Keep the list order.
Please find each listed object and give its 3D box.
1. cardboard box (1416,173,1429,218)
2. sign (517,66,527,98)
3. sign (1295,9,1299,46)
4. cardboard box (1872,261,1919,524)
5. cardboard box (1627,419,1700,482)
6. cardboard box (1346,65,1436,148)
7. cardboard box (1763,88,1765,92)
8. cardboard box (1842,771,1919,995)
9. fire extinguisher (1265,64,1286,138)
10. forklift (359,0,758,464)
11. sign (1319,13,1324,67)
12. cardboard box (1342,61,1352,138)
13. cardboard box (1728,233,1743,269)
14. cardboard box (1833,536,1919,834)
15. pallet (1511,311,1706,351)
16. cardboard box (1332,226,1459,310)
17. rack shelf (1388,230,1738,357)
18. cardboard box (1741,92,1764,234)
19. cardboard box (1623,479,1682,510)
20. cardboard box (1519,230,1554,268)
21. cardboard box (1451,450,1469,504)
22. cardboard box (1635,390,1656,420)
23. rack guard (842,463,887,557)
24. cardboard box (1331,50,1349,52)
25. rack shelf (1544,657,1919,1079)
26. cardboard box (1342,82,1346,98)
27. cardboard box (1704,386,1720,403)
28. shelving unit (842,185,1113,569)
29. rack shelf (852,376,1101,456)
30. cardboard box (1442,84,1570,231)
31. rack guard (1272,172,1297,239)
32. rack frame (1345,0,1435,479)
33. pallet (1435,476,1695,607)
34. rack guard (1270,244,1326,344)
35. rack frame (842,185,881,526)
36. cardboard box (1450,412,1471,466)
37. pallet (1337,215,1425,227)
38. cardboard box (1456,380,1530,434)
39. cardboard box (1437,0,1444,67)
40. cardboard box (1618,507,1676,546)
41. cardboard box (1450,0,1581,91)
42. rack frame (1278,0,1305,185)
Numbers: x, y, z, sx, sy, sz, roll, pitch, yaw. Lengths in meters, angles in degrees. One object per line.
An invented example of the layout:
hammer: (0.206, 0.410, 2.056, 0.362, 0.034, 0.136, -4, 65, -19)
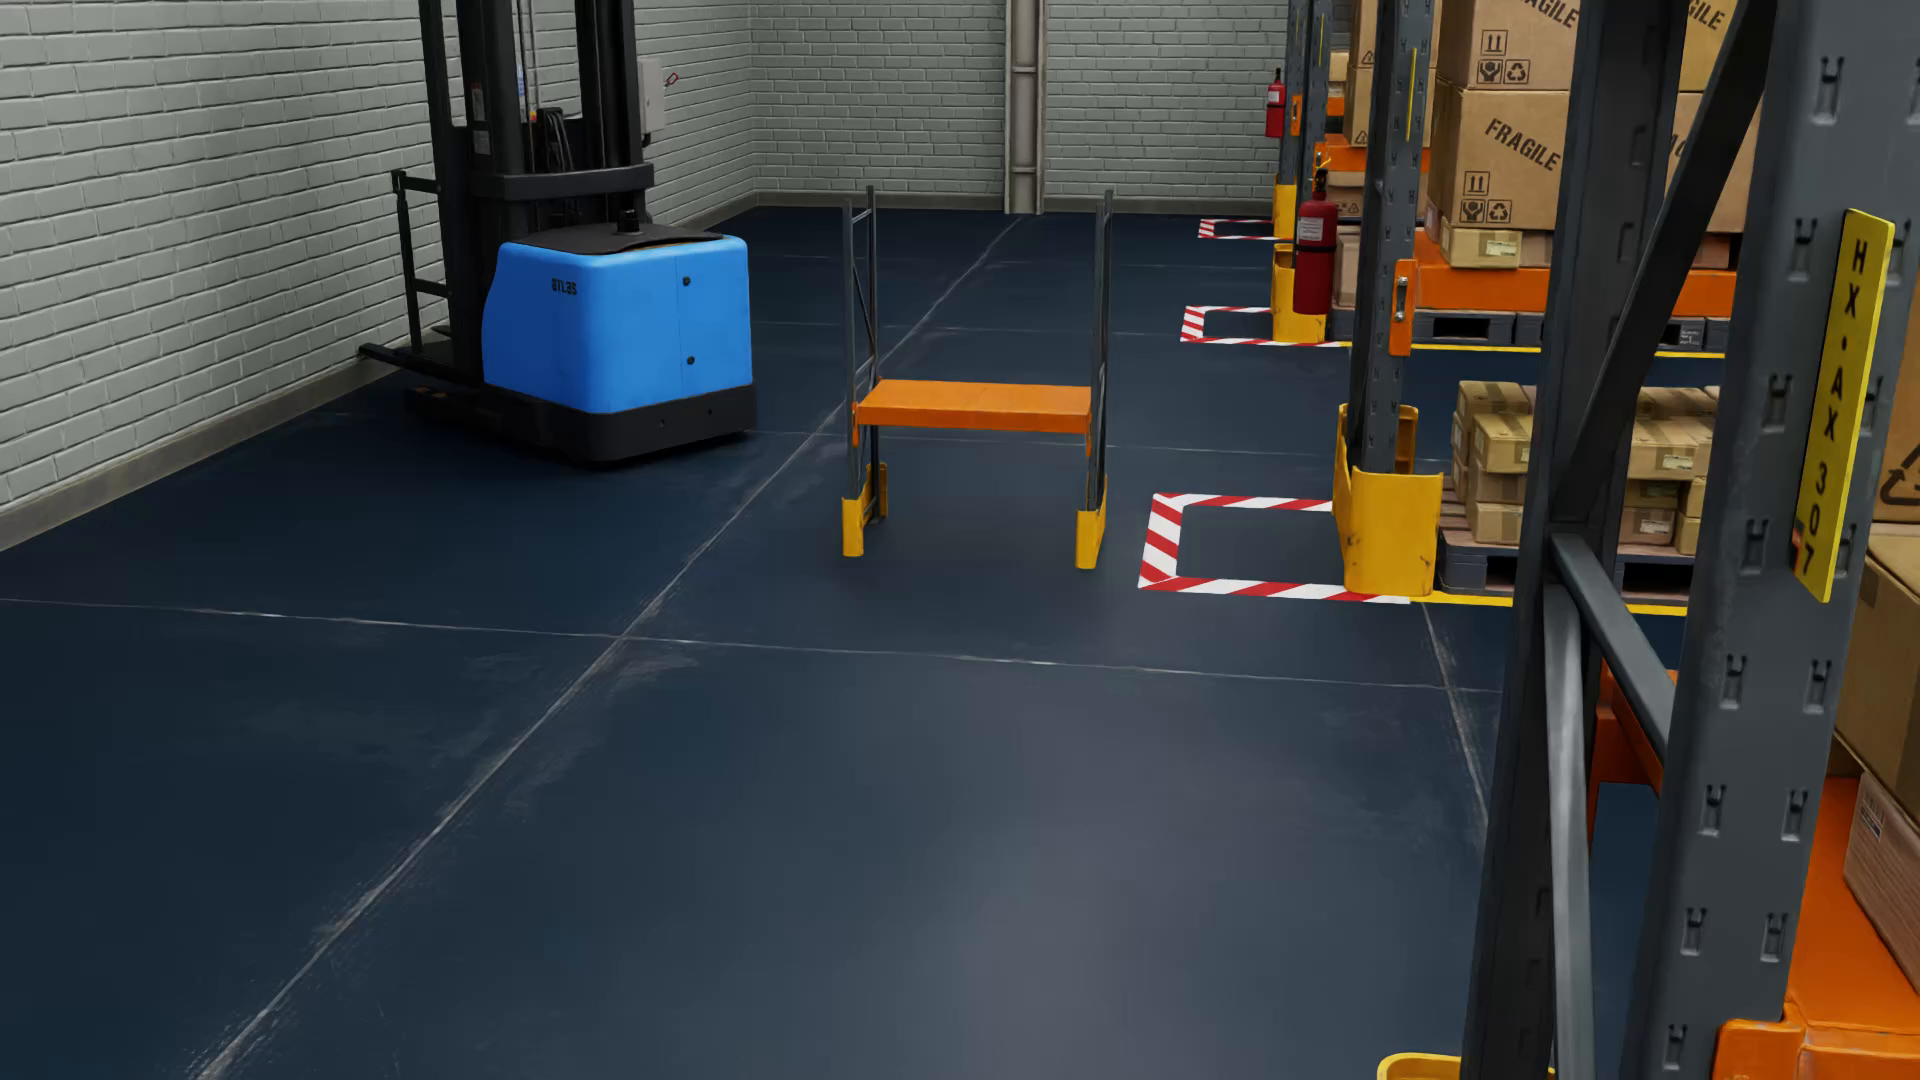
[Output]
cardboard box: (4.629, -3.397, 16.007, 0.500, 0.500, 0.700, 4, 19, 11)
sign: (-3.220, -3.336, 12.122, 0.001, 0.218, 0.327, 3, 19, 9)
sign: (3.117, -4.740, 15.377, 0.005, 0.325, 0.100, 3, 19, 9)
cardboard box: (1.370, -0.323, 2.126, 0.500, 0.500, 0.500, 3, 19, 9)
cardboard box: (2.717, -0.356, 6.532, 0.250, 0.149, 0.380, 3, 19, 9)
cardboard box: (2.847, -2.877, 11.017, 0.500, 0.500, 0.500, 3, 19, 8)
cardboard box: (3.144, -1.888, 6.017, 0.500, 0.500, 0.500, 2, 19, 7)
cardboard box: (1.145, 0.401, 1.773, 0.250, 0.149, 0.380, 3, 19, 9)
fire extinguisher: (2.984, -4.148, 15.683, 0.183, 0.674, 0.296, 3, 19, 9)
forklift: (-2.498, -2.150, 9.110, 3.031, 2.935, 1.130, 17, 25, 41)
sign: (2.325, -3.218, 10.705, 0.005, 0.325, 0.100, 3, 19, 9)
cardboard box: (2.937, -3.050, 11.533, 0.500, 0.500, 0.500, 3, 19, 9)
cardboard box: (3.058, -1.128, 6.344, 0.250, 0.149, 0.380, 3, 19, 8)
cardboard box: (1.278, 0.200, 1.747, 0.500, 0.250, 0.500, 2, 19, 7)
pallet: (4.422, -1.544, 11.584, 1.213, 0.211, 1.003, 3, 19, 9)
cardboard box: (3.086, -1.926, 11.708, 0.875, 0.438, 0.875, 2, 19, 7)
rack shelf: (3.708, -0.946, 6.537, 4.000, 0.370, 1.077, 3, 19, 9)
cardboard box: (3.147, -1.420, 6.193, 0.500, 0.500, 0.500, 3, 19, 9)
cardboard box: (2.727, -0.253, 6.695, 0.250, 0.149, 0.380, 3, 19, 9)
cardboard box: (2.259, -1.150, 6.409, 0.250, 0.149, 0.380, 4, 19, 11)
cardboard box: (2.286, -0.274, 7.226, 0.250, 0.149, 0.380, 3, 19, 10)
cardboard box: (2.811, -0.566, 7.162, 0.250, 0.149, 0.380, 3, 19, 7)
rack guard: (-0.416, -0.140, 7.327, 0.087, 0.250, 0.587, 3, 19, 9)
cardboard box: (3.699, -4.629, 16.178, 0.500, 0.250, 0.500, 3, 19, 10)
rack shelf: (2.822, 0.603, 1.909, 4.000, 0.370, 1.077, 3, 19, 9)
cardboard box: (3.742, -4.279, 15.761, 0.250, 0.149, 0.380, 3, 19, 10)
cardboard box: (3.331, -0.537, 7.075, 0.250, 0.149, 0.380, 4, 19, 11)
shelving unit: (0.075, -0.707, 7.054, 1.083, 1.500, 0.587, 3, 19, 9)
rack shelf: (0.084, -0.536, 7.109, 1.000, 0.185, 0.538, 3, 19, 9)
cardboard box: (2.133, -1.467, 6.335, 0.500, 0.500, 0.500, 4, 19, 11)
rack guard: (3.277, -3.310, 16.407, 0.348, 0.500, 1.175, 3, 19, 9)
rack frame: (1.733, -1.388, 6.724, 0.127, 3.000, 1.000, 3, 19, 9)
pallet: (2.605, -0.010, 7.000, 1.213, 0.211, 1.003, 3, 19, 9)
rack guard: (2.395, -1.760, 11.774, 0.348, 0.500, 1.175, 3, 19, 9)
rack frame: (-0.418, -0.733, 7.129, 0.032, 1.500, 0.500, 3, 19, 9)
cardboard box: (2.300, -0.439, 7.250, 0.250, 0.149, 0.380, 2, 19, 7)
pallet: (4.065, -3.133, 16.334, 1.213, 0.211, 1.003, 3, 19, 9)
cardboard box: (2.296, -0.570, 7.173, 0.250, 0.149, 0.380, 3, 19, 9)
cardboard box: (3.359, -3.328, 10.790, 0.500, 0.500, 0.500, 2, 19, 7)
cardboard box: (2.718, -0.111, 6.738, 0.250, 0.149, 0.380, 3, 19, 9)
cardboard box: (2.135, -1.945, 6.186, 0.500, 0.500, 0.500, 3, 19, 8)
rack frame: (3.202, -4.499, 16.022, 0.127, 3.000, 1.000, 3, 19, 9)
